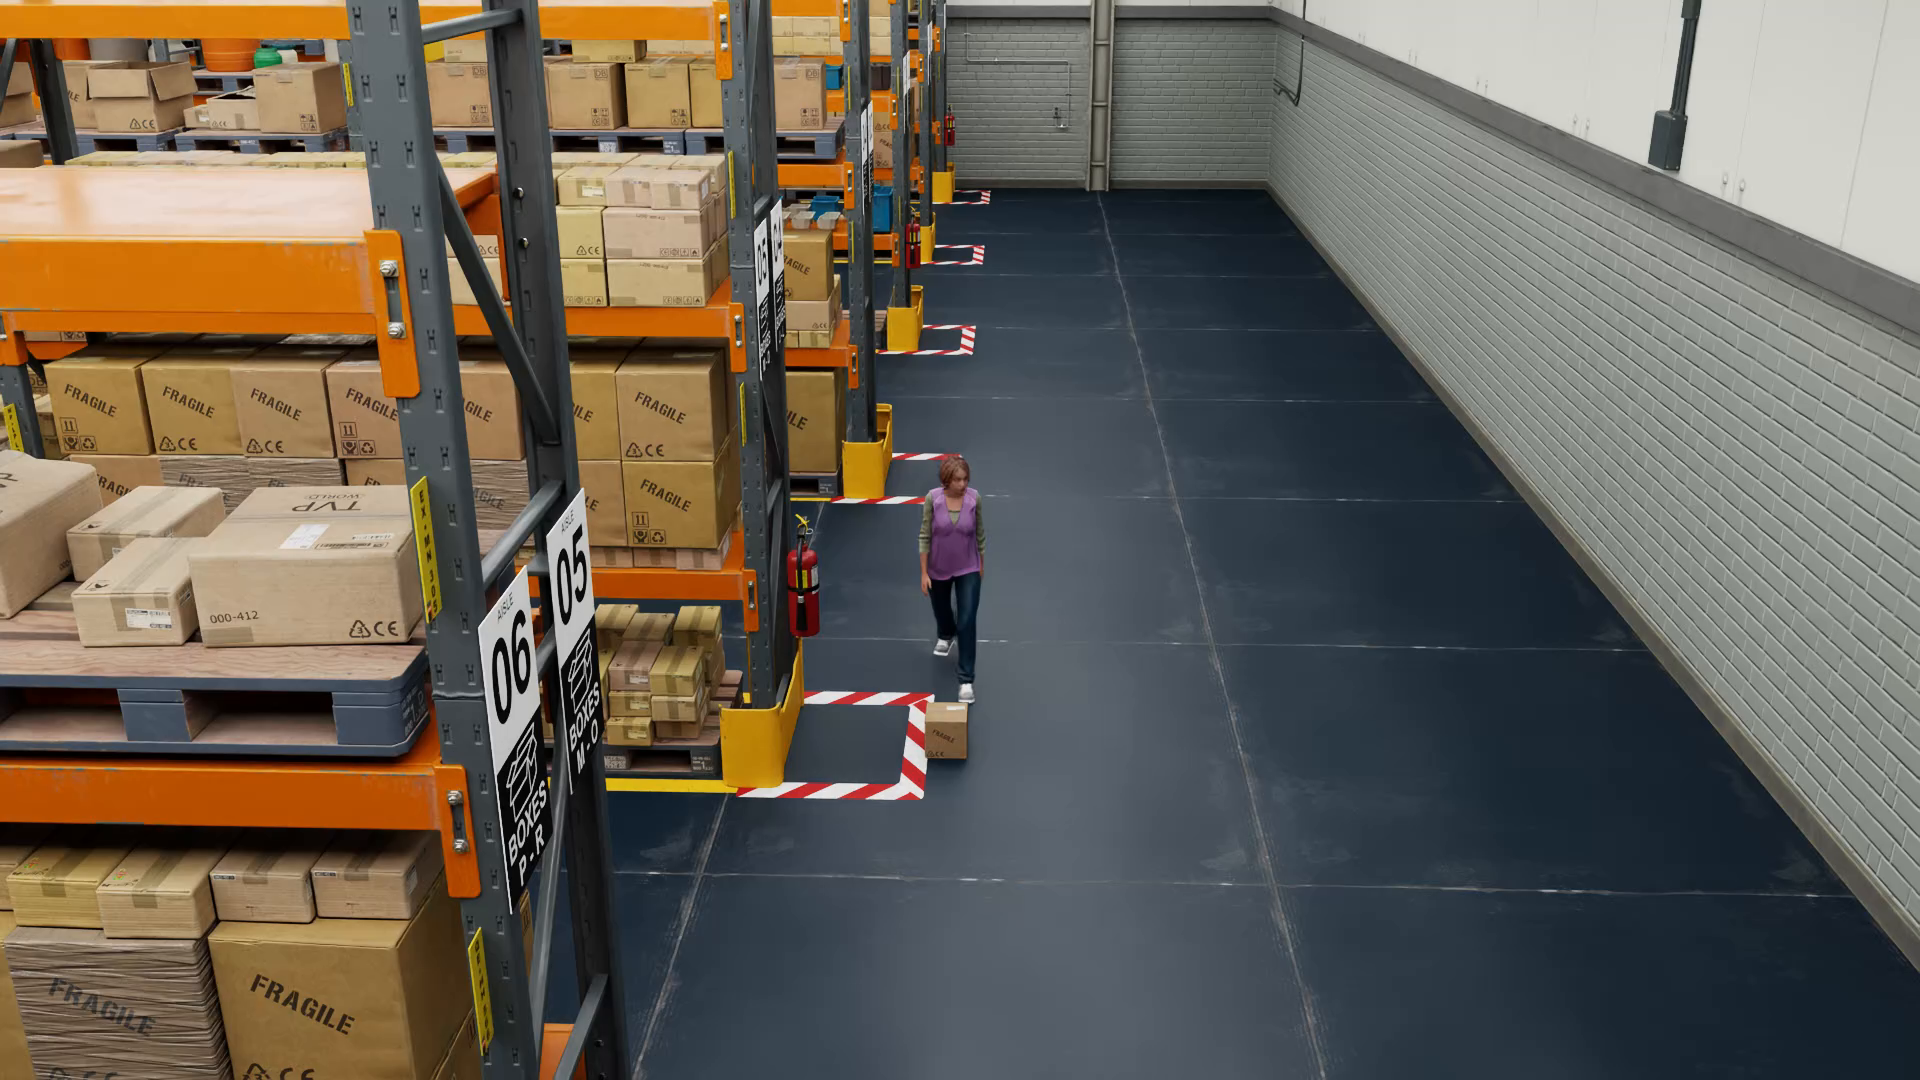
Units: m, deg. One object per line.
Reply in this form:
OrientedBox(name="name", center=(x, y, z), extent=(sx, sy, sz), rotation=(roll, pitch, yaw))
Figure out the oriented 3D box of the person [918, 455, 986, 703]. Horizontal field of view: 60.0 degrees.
OrientedBox(name="person", center=(-0.049, 0.185, 10.640), extent=(0.424, 1.538, 0.880), rotation=(1, 21, 3))
